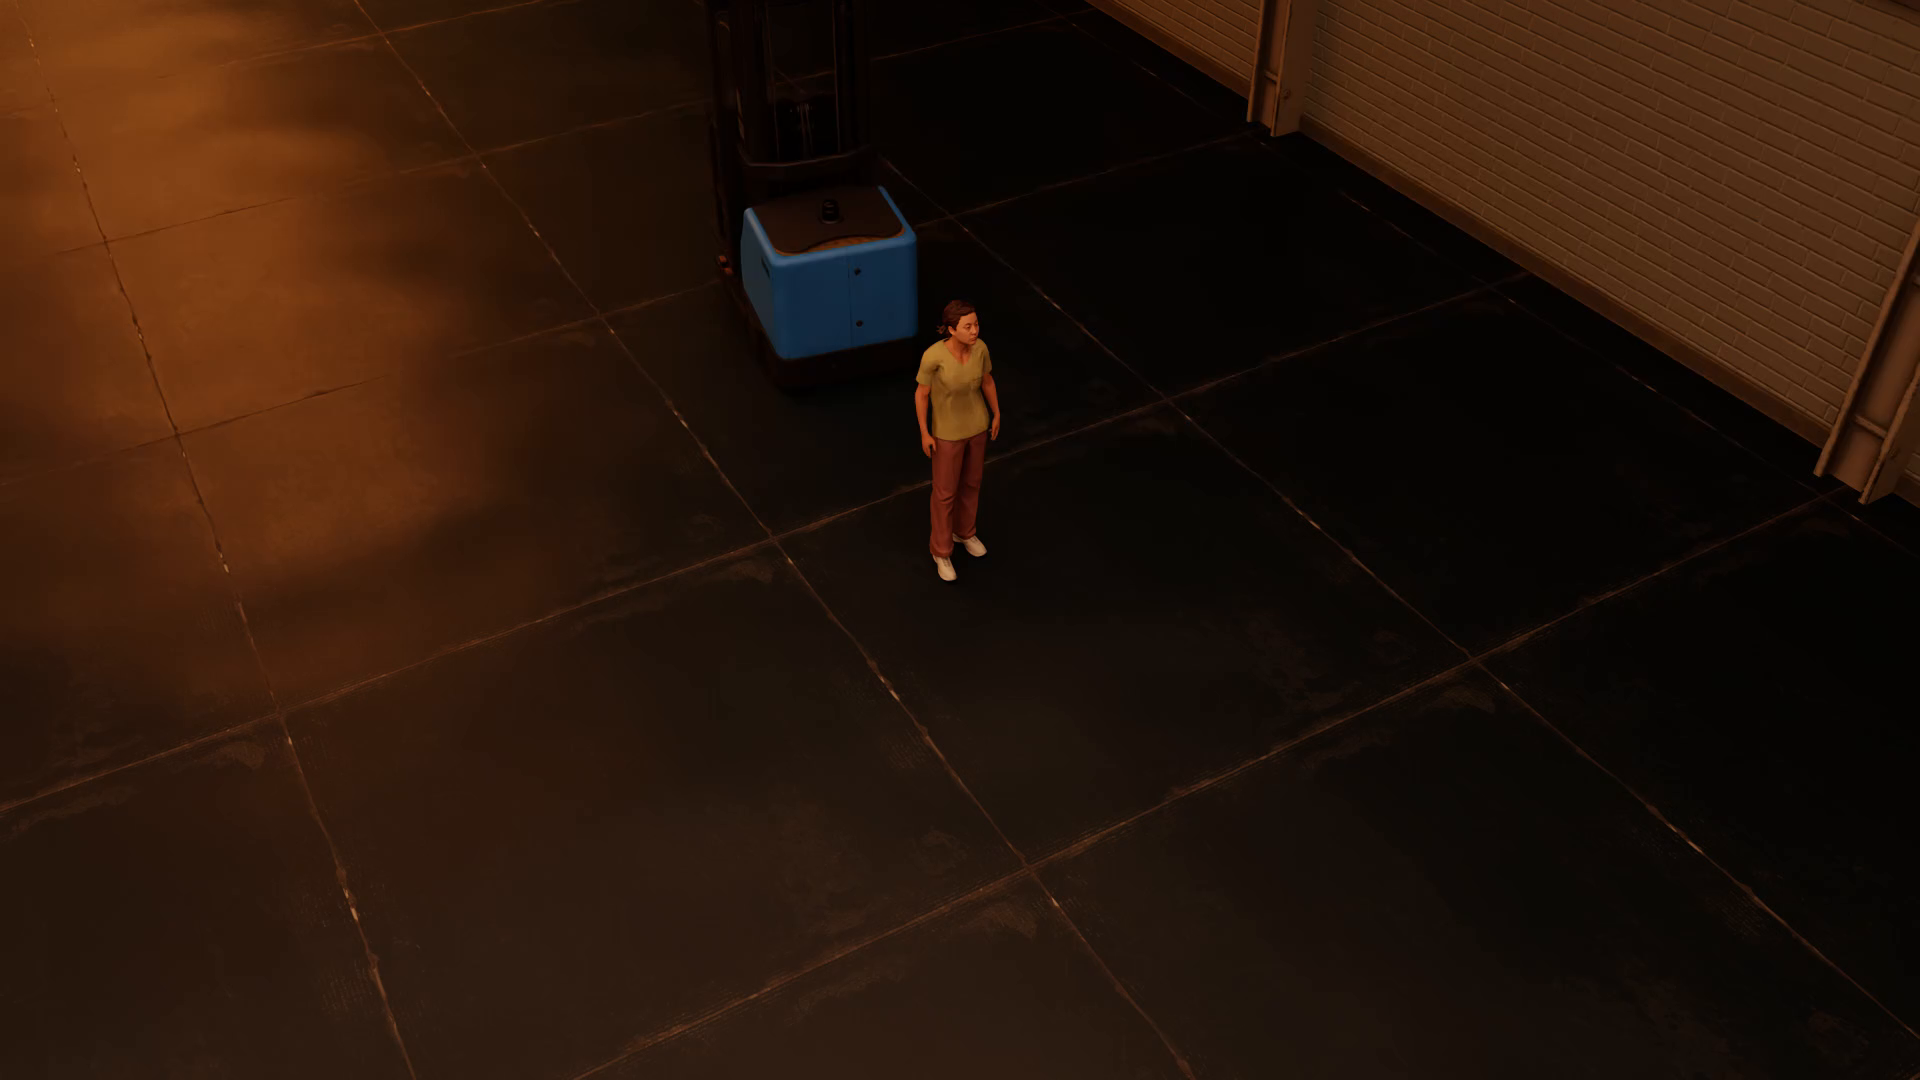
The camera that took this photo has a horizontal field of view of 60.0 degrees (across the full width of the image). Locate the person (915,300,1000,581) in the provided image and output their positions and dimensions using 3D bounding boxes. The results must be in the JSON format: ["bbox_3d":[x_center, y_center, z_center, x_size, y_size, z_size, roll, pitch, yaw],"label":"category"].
[{"bbox_3d":[0.027,-0.606,9.738,0.553,1.673,0.548,-20,44,-23],"label":"person"}]

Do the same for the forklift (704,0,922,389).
[{"bbox_3d":[-1.245,-3.114,11.791,1.130,2.935,3.031,-13,41,-15],"label":"forklift"}]
